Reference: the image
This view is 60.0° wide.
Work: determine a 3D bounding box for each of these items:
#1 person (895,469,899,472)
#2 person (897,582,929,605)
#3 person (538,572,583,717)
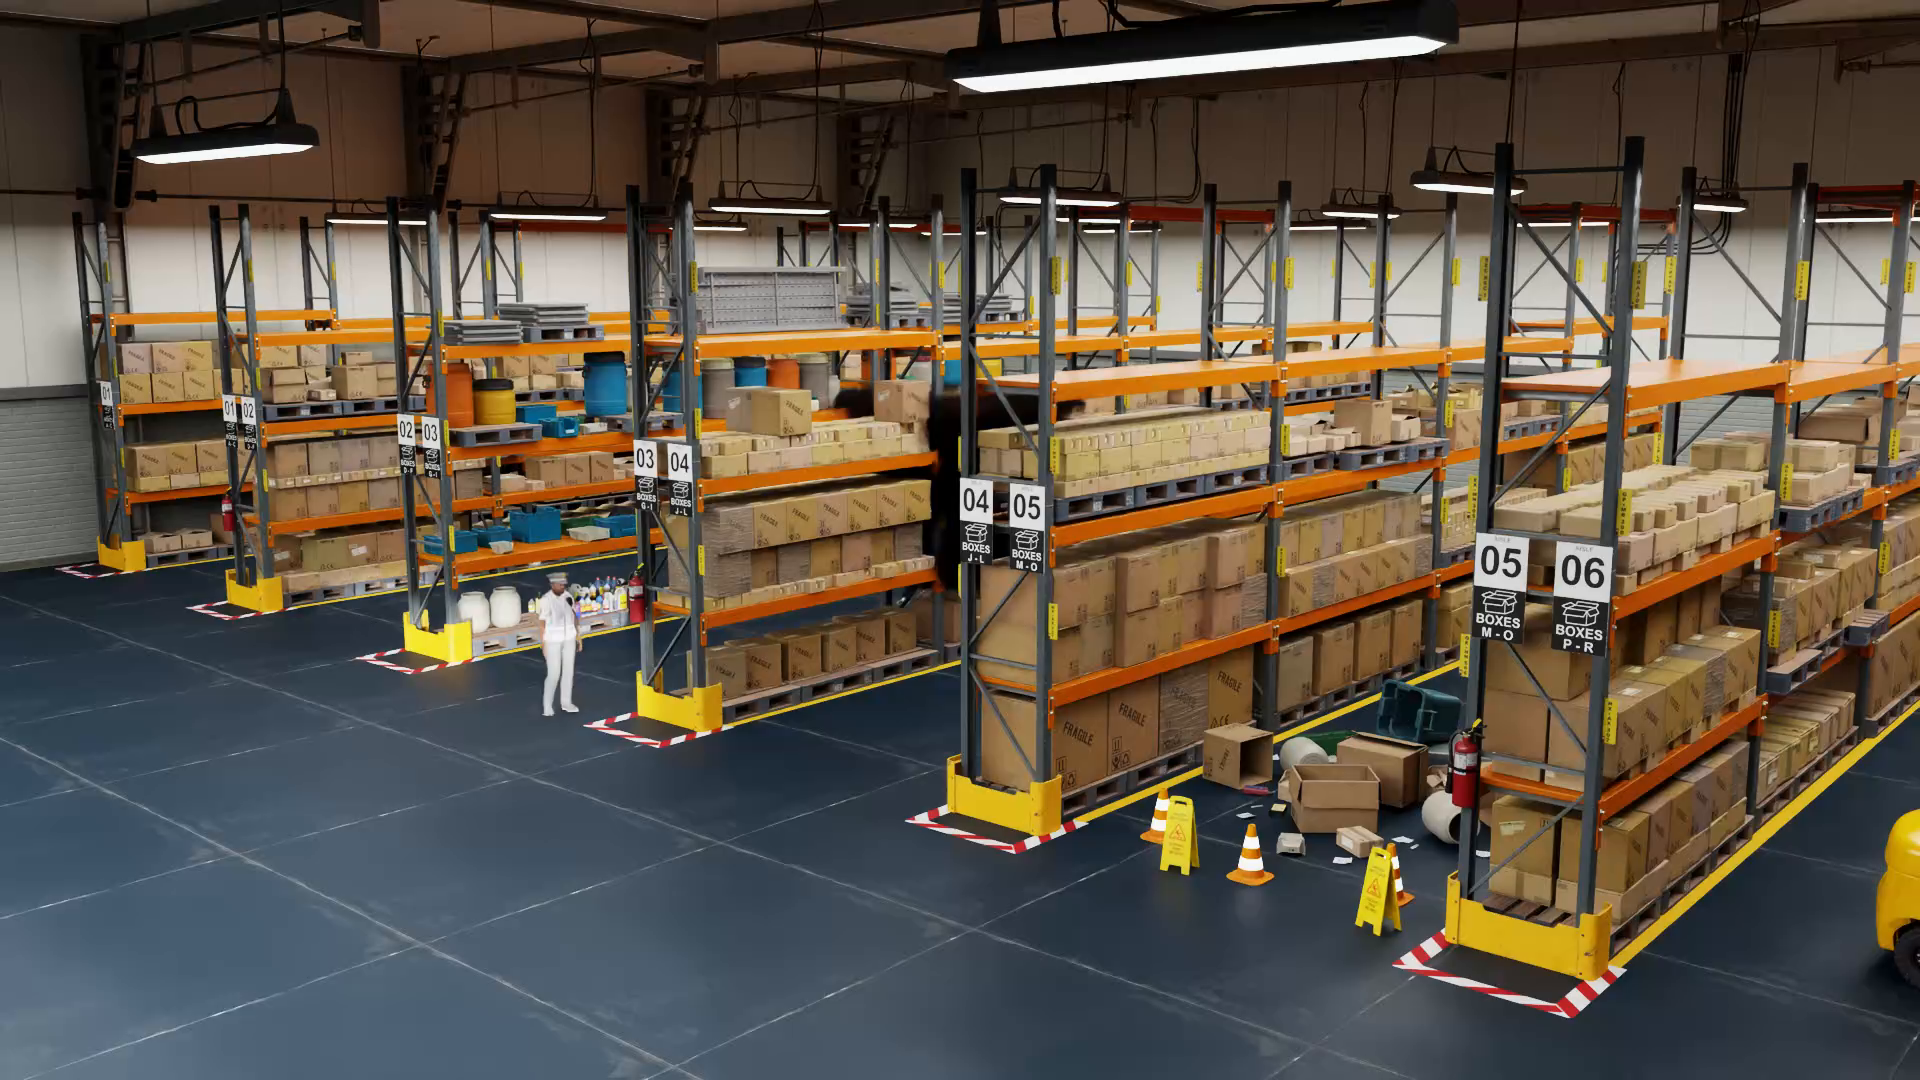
[{"bbox_3d":[-1.794,-2.280,39.917,1.036,1.602,0.541,8,13,41],"label":"person"},{"bbox_3d":[-0.693,0.118,24.024,0.400,1.566,0.792,8,12,40],"label":"person"},{"bbox_3d":[-4.623,1.193,19.233,0.515,1.695,0.365,-9,13,-42],"label":"person"}]
